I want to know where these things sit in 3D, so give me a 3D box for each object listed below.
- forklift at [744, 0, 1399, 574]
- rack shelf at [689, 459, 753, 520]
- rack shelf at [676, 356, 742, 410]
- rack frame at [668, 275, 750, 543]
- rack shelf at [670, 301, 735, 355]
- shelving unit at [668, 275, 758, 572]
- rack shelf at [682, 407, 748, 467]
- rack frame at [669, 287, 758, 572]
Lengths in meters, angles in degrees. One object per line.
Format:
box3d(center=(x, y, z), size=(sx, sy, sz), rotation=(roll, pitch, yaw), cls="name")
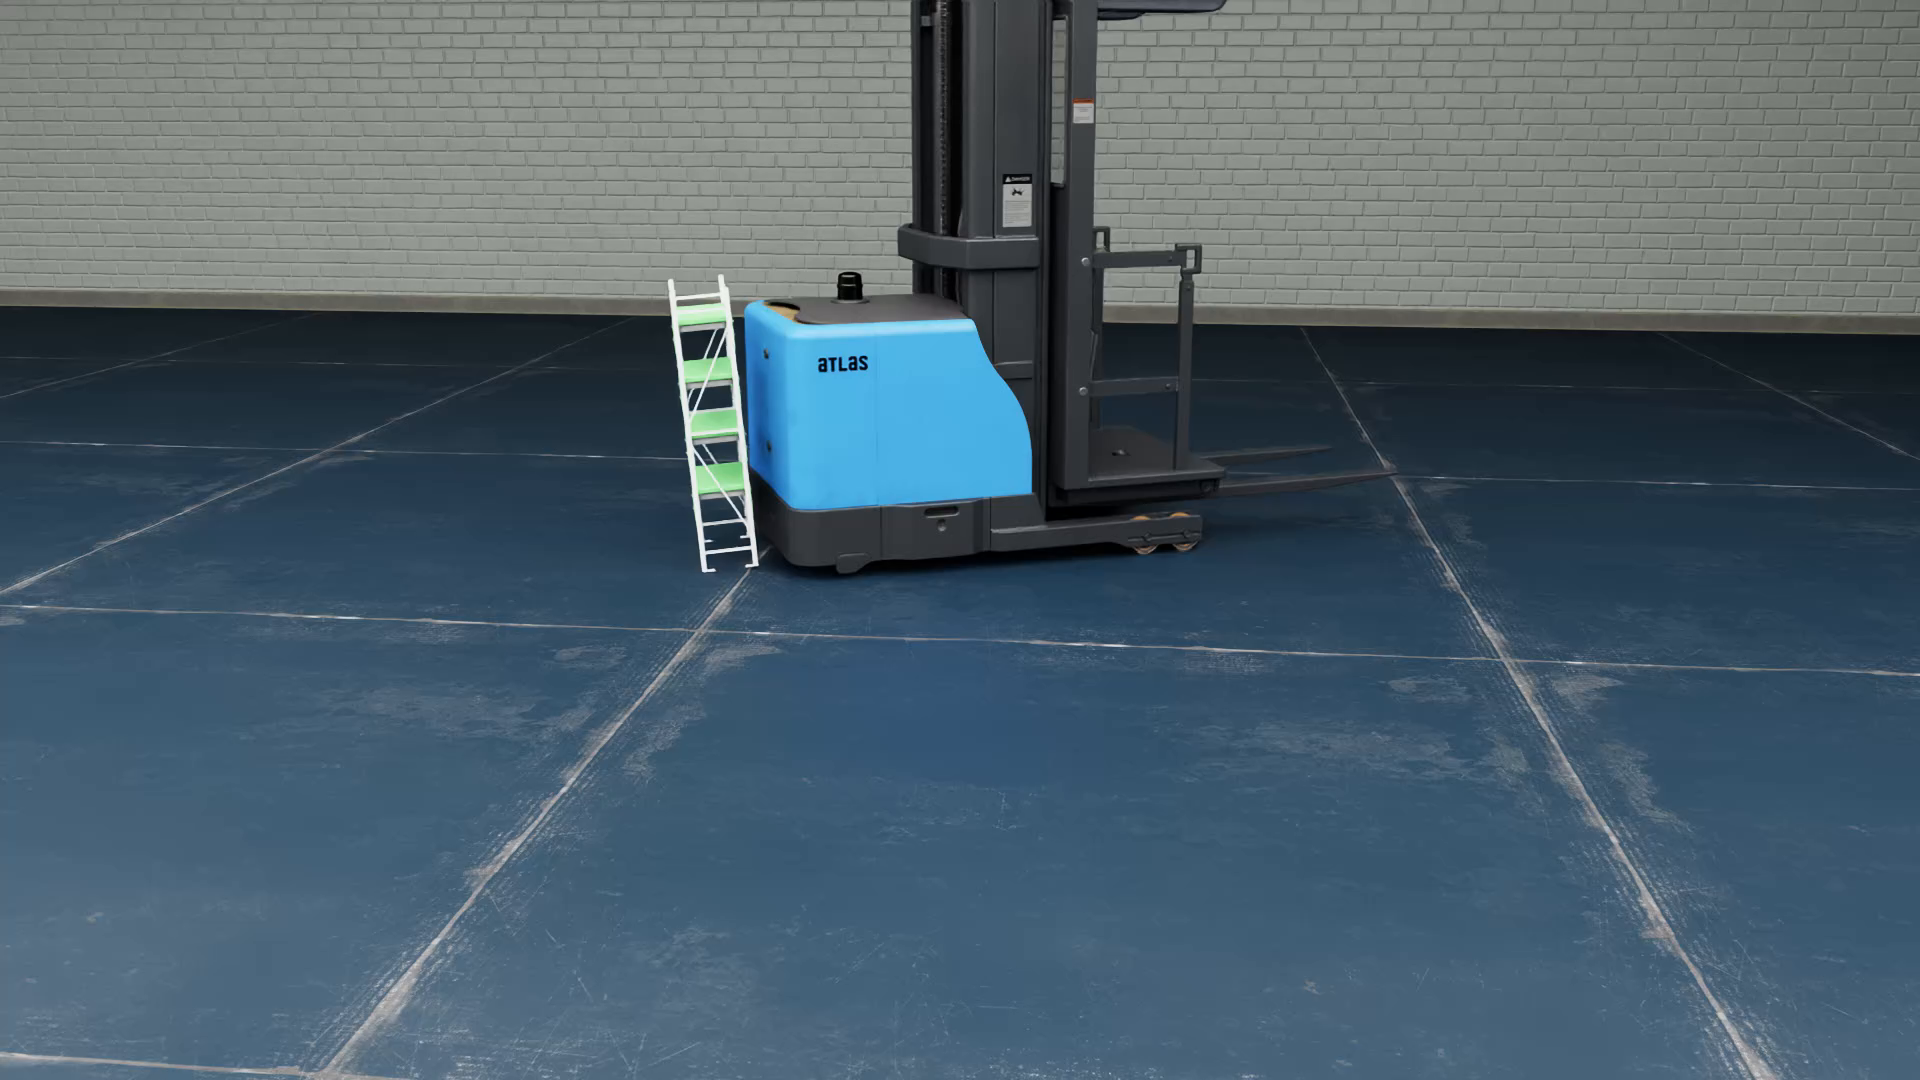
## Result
box3d(center=(0.577, -1.481, 7.523), size=(3.031, 2.935, 1.130), rotation=(-5, 16, -18), cls="forklift")
box3d(center=(-1.054, -0.223, 7.316), size=(0.258, 0.148, 0.480), rotation=(-7, 16, -9), cls="rack shelf")
box3d(center=(-1.088, -0.684, 7.185), size=(0.258, 0.148, 0.480), rotation=(-7, 16, -9), cls="rack shelf")
box3d(center=(-1.118, -0.577, 7.465), size=(0.240, 1.200, 0.015), rotation=(-7, 16, -9), cls="rack frame")
box3d(center=(-1.105, -0.914, 7.120), size=(0.258, 0.148, 0.480), rotation=(-7, 16, -9), cls="rack shelf")
box3d(center=(-1.075, -0.515, 7.233), size=(0.258, 1.200, 0.503), rotation=(-7, 16, -9), cls="shelving unit")
box3d(center=(-1.071, -0.453, 7.251), size=(0.258, 0.148, 0.480), rotation=(-7, 16, -9), cls="rack shelf")
box3d(center=(-1.032, -0.452, 7.001), size=(0.240, 1.200, 0.015), rotation=(-7, 16, -9), cls="rack frame")
